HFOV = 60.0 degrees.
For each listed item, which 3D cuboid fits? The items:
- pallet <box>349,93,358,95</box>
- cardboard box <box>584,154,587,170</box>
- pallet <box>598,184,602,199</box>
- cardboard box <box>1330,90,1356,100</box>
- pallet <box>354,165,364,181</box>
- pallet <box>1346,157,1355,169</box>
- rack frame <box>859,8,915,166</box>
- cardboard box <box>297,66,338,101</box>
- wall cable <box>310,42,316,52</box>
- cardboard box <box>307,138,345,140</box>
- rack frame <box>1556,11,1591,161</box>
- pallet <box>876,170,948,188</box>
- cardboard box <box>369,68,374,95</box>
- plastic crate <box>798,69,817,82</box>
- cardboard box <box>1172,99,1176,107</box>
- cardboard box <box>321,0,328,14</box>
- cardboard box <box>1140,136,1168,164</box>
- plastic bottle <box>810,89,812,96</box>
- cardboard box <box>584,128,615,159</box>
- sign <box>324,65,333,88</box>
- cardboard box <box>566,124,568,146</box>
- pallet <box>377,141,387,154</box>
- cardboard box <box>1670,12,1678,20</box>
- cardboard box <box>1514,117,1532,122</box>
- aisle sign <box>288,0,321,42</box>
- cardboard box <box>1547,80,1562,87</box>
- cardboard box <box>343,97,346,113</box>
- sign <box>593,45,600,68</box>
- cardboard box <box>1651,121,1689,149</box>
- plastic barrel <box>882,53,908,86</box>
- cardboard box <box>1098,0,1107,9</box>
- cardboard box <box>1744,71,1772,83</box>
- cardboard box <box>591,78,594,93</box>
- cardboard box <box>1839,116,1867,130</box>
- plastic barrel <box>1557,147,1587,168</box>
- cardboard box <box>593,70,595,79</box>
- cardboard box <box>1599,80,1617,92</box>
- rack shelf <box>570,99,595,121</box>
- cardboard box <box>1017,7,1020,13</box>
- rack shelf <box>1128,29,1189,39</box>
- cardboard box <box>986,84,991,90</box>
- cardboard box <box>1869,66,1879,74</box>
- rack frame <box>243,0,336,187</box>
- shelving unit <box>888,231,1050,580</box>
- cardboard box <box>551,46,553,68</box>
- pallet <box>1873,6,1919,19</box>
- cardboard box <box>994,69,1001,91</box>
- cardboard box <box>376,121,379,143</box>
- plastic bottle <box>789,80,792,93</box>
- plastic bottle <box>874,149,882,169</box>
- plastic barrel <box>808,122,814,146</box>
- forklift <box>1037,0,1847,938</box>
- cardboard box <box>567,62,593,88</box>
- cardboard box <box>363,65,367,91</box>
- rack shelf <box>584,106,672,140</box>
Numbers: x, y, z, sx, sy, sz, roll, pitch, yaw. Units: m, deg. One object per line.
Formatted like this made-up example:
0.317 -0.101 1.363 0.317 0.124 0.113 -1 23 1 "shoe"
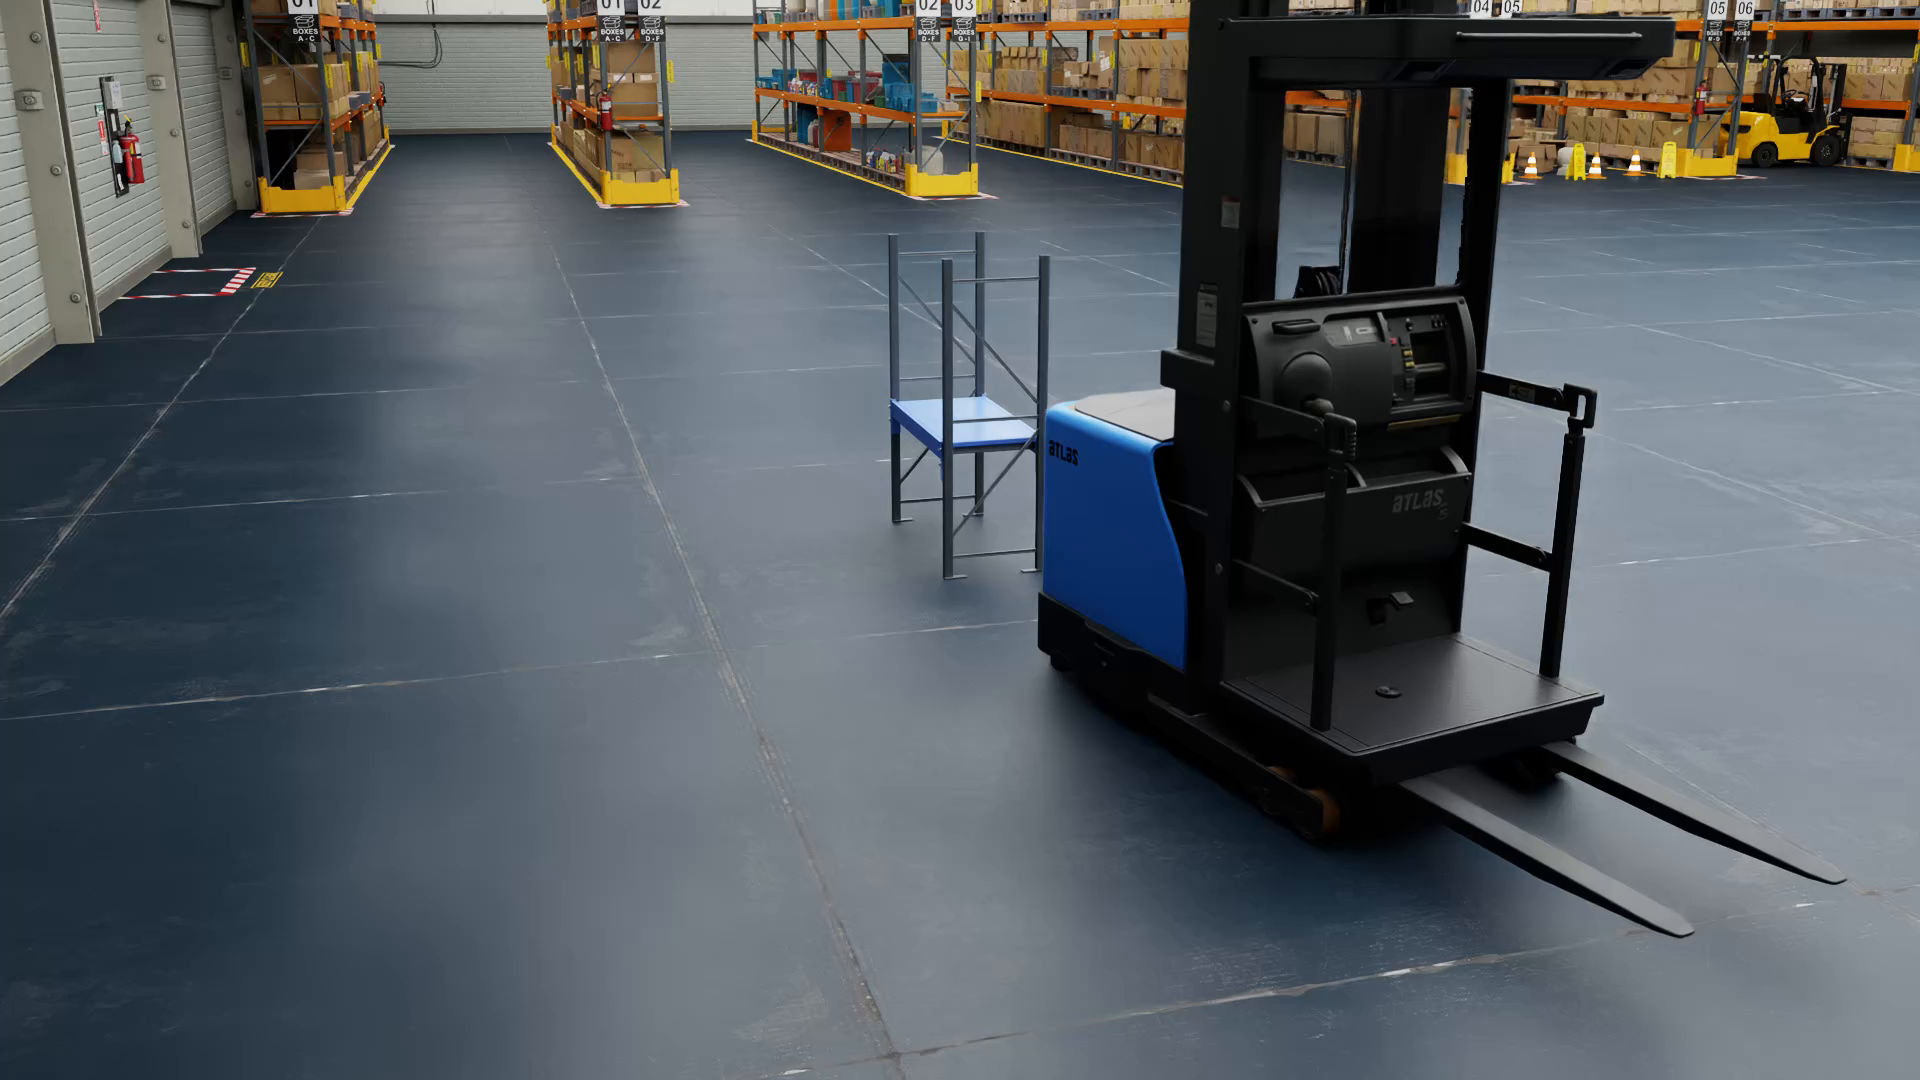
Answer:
-11.377 -7.907 29.894 1.003 0.211 1.213 -5 17 -15 "pallet"
-6.491 -6.805 29.943 0.500 0.250 0.500 -5 17 -16 "cardboard box"
-5.250 -5.596 26.713 1.003 0.211 1.213 -5 17 -15 "pallet"
7.824 -9.147 33.514 0.500 0.500 0.500 -5 17 -16 "cardboard box"
-11.415 -6.654 30.238 1.003 0.211 1.213 -5 17 -15 "pallet"
8.358 -7.423 32.798 1.003 0.211 1.213 -5 17 -15 "pallet"
-1.335 -8.220 30.602 1.000 3.000 0.127 -5 17 -15 "rack frame"
-9.730 -6.920 25.198 0.500 0.500 0.500 -5 17 -15 "cardboard box"
-15.420 -11.522 39.829 0.084 1.984 1.851 -5 17 -15 "wall cable"
-11.518 -7.075 30.370 0.700 0.500 0.500 -5 17 -16 "cardboard box"
12.956 -9.395 34.514 1.000 3.000 0.127 -5 17 -15 "rack frame"
-0.852 -6.357 29.248 1.003 0.211 1.213 -5 17 -15 "pallet"
-13.193 -9.944 35.822 0.980 0.700 0.700 -4 17 -14 "cardboard box"
-3.538 -10.759 38.839 0.402 0.464 0.583 -5 17 -15 "plastic crate"
3.981 -7.724 29.389 0.380 0.149 0.250 -5 17 -15 "cardboard box"
-9.726 -8.088 24.740 0.500 0.500 0.500 -4 17 -12 "cardboard box"
3.663 -7.344 31.301 0.500 0.500 0.500 1 17 2 "cardboard box"
-3.114 -9.487 35.167 0.097 0.201 0.097 0 17 0 "plastic bottle"
-6.272 -6.920 29.020 0.500 0.500 0.500 -5 17 -15 "cardboard box"
-9.240 -6.788 24.330 0.100 0.325 0.005 -5 17 -15 "sign"
-8.241 -8.756 35.967 0.500 0.500 0.500 -4 17 -14 "cardboard box"
-13.532 -8.868 37.609 1.003 0.211 1.213 -5 17 -15 "pallet"
13.548 -9.824 31.164 0.380 0.149 0.250 -4 17 -14 "cardboard box"
14.995 -11.122 44.288 0.396 0.266 0.258 -4 17 -13 "cardboard box"
-9.453 -7.579 23.950 0.394 0.787 0.004 -5 17 -15 "aisle sign"
12.549 -9.596 34.891 0.380 0.149 0.250 -4 17 -14 "cardboard box"
-10.157 -6.991 26.737 0.500 0.250 0.500 -5 17 -16 "cardboard box"
-5.525 -7.352 25.288 0.100 0.325 0.005 -5 17 -15 "sign"
13.584 -7.733 31.727 0.500 0.500 0.500 -5 17 -15 "cardboard box"
-1.150 -8.591 30.965 0.600 0.901 0.708 -5 17 -15 "plastic barrel"
3.133 -10.697 32.725 0.797 0.503 0.637 -4 17 -13 "cardboard box"
17.346 -10.071 36.158 0.500 0.250 0.500 -5 17 -16 "cardboard box"
-6.577 -8.375 30.945 0.500 0.500 0.500 -5 17 -15 "cardboard box"
18.106 -8.427 33.604 0.500 0.250 0.500 -4 17 -15 "cardboard box"
12.032 -7.506 32.705 0.512 0.421 0.421 7 18 23 "plastic barrel"
-6.069 -7.957 28.427 0.380 0.149 0.250 -5 17 -17 "cardboard box"
13.094 -9.164 33.056 0.500 0.500 0.500 -5 17 -16 "cardboard box"
-6.648 -8.038 31.247 1.077 0.370 4.000 -5 17 -15 "rack shelf"
1.494 -11.918 37.406 0.380 0.149 0.250 -5 18 -18 "cardboard box"
5.476 -12.834 41.999 1.077 0.370 4.000 -5 17 -15 "rack shelf"
0.830 -10.762 39.503 0.380 0.149 0.250 -5 17 -15 "cardboard box"
18.293 -9.329 32.992 0.380 0.149 0.250 -5 17 -16 "cardboard box"
-9.761 -6.330 24.311 1.000 3.000 0.127 -5 17 -15 "rack frame"
0.023 -0.695 8.158 0.538 1.500 1.048 -5 17 -15 "shelving unit"
-9.377 -11.388 39.236 0.500 0.500 0.500 -5 17 -15 "cardboard box"
18.657 -10.274 32.380 1.003 0.211 1.213 -5 17 -15 "pallet"
1.115 -10.725 38.769 0.500 0.500 0.500 -5 17 -15 "cardboard box"
-13.440 -9.150 37.313 0.700 0.500 0.500 -4 17 -14 "cardboard box"
-3.806 -10.205 37.413 0.061 0.283 0.133 -5 17 -15 "plastic bottle"
-1.460 -6.853 29.894 0.144 0.351 0.185 -5 18 -18 "plastic bottle"
-3.137 -8.931 36.565 0.421 0.512 0.421 0 17 0 "plastic barrel"
1.445 -0.599 5.353 1.130 2.935 3.031 -9 19 -26 "forklift"
-7.479 -9.350 33.461 0.700 0.500 0.500 -12 20 -34 "cardboard box"
-12.268 -9.324 33.552 0.500 0.500 0.500 -4 17 -14 "cardboard box"
-5.549 -6.931 27.564 1.077 0.370 4.000 -5 17 -15 "rack shelf"
